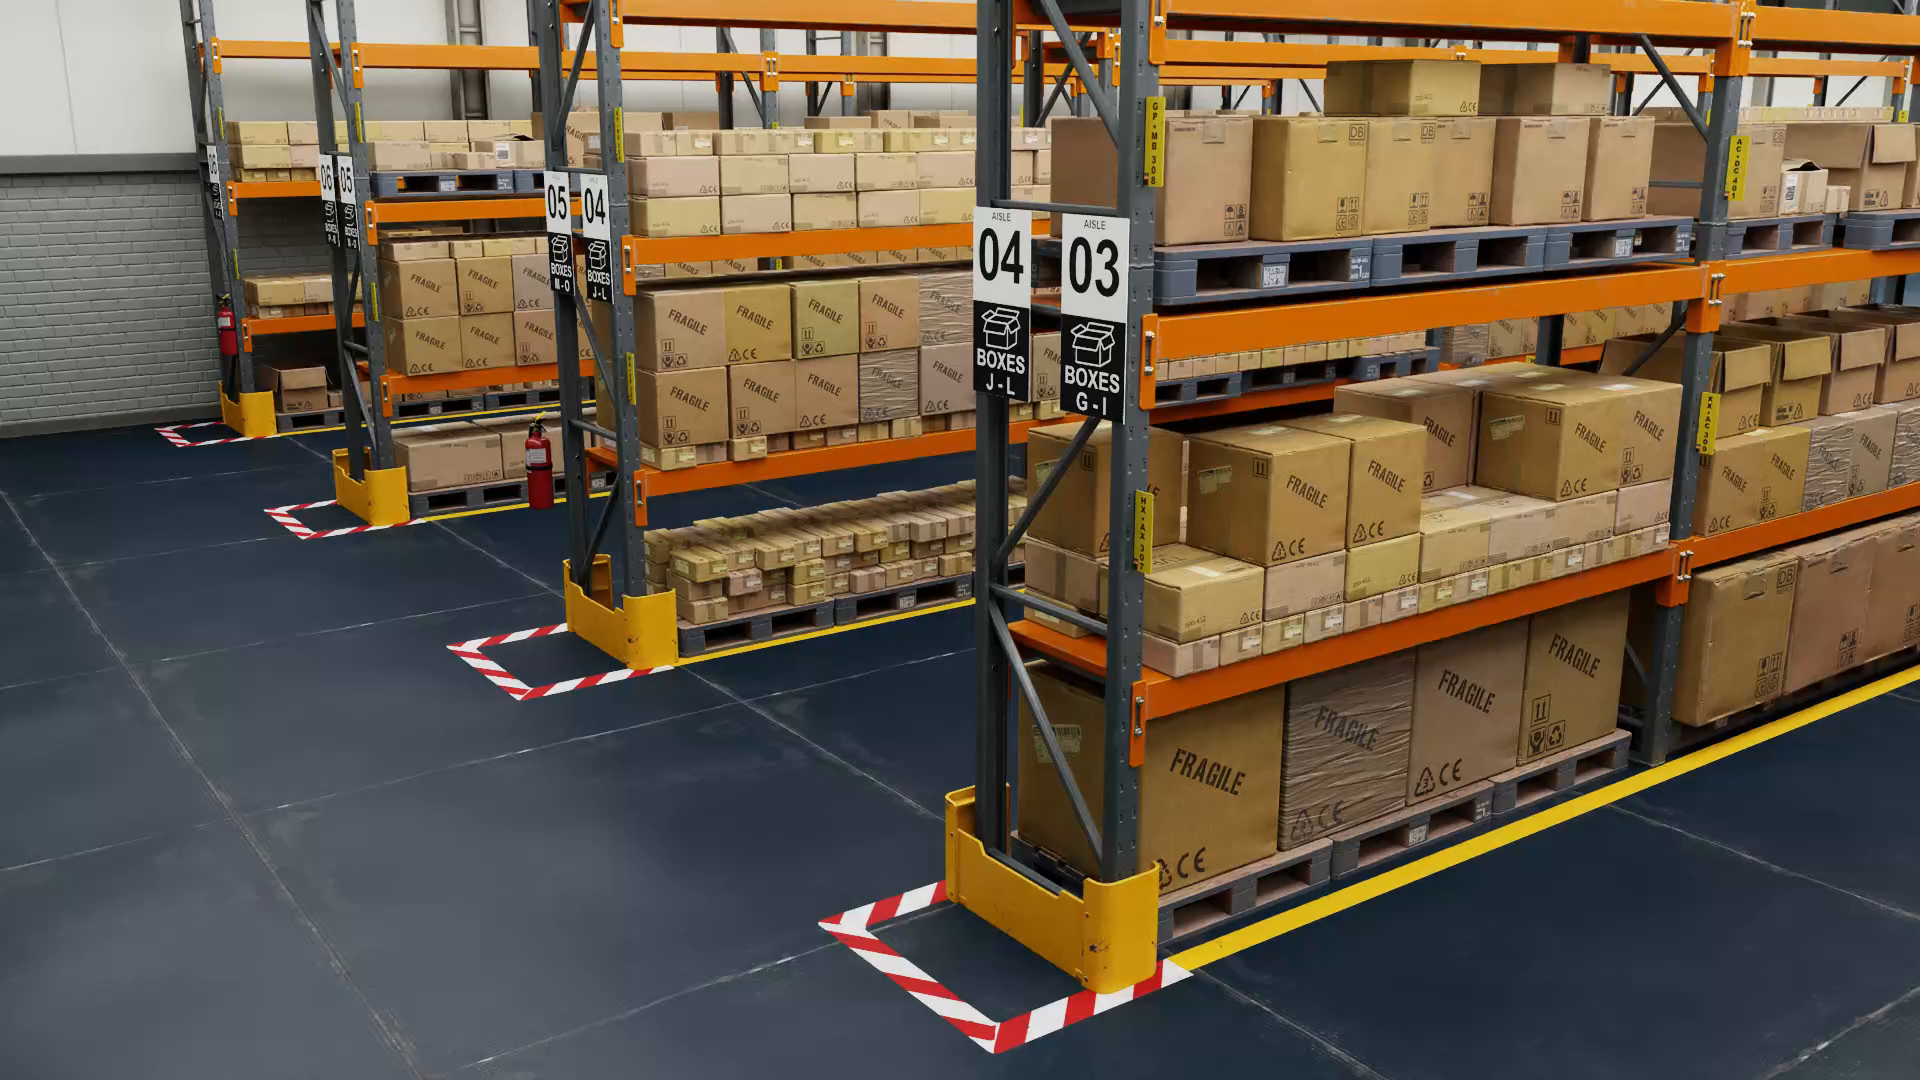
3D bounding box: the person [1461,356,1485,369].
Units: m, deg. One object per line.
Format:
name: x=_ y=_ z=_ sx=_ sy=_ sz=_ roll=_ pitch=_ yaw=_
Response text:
person: x=4.233 y=-0.739 z=13.842 sx=0.959 sy=1.607 sz=0.444 roll=-10 pitch=18 yaw=-34
